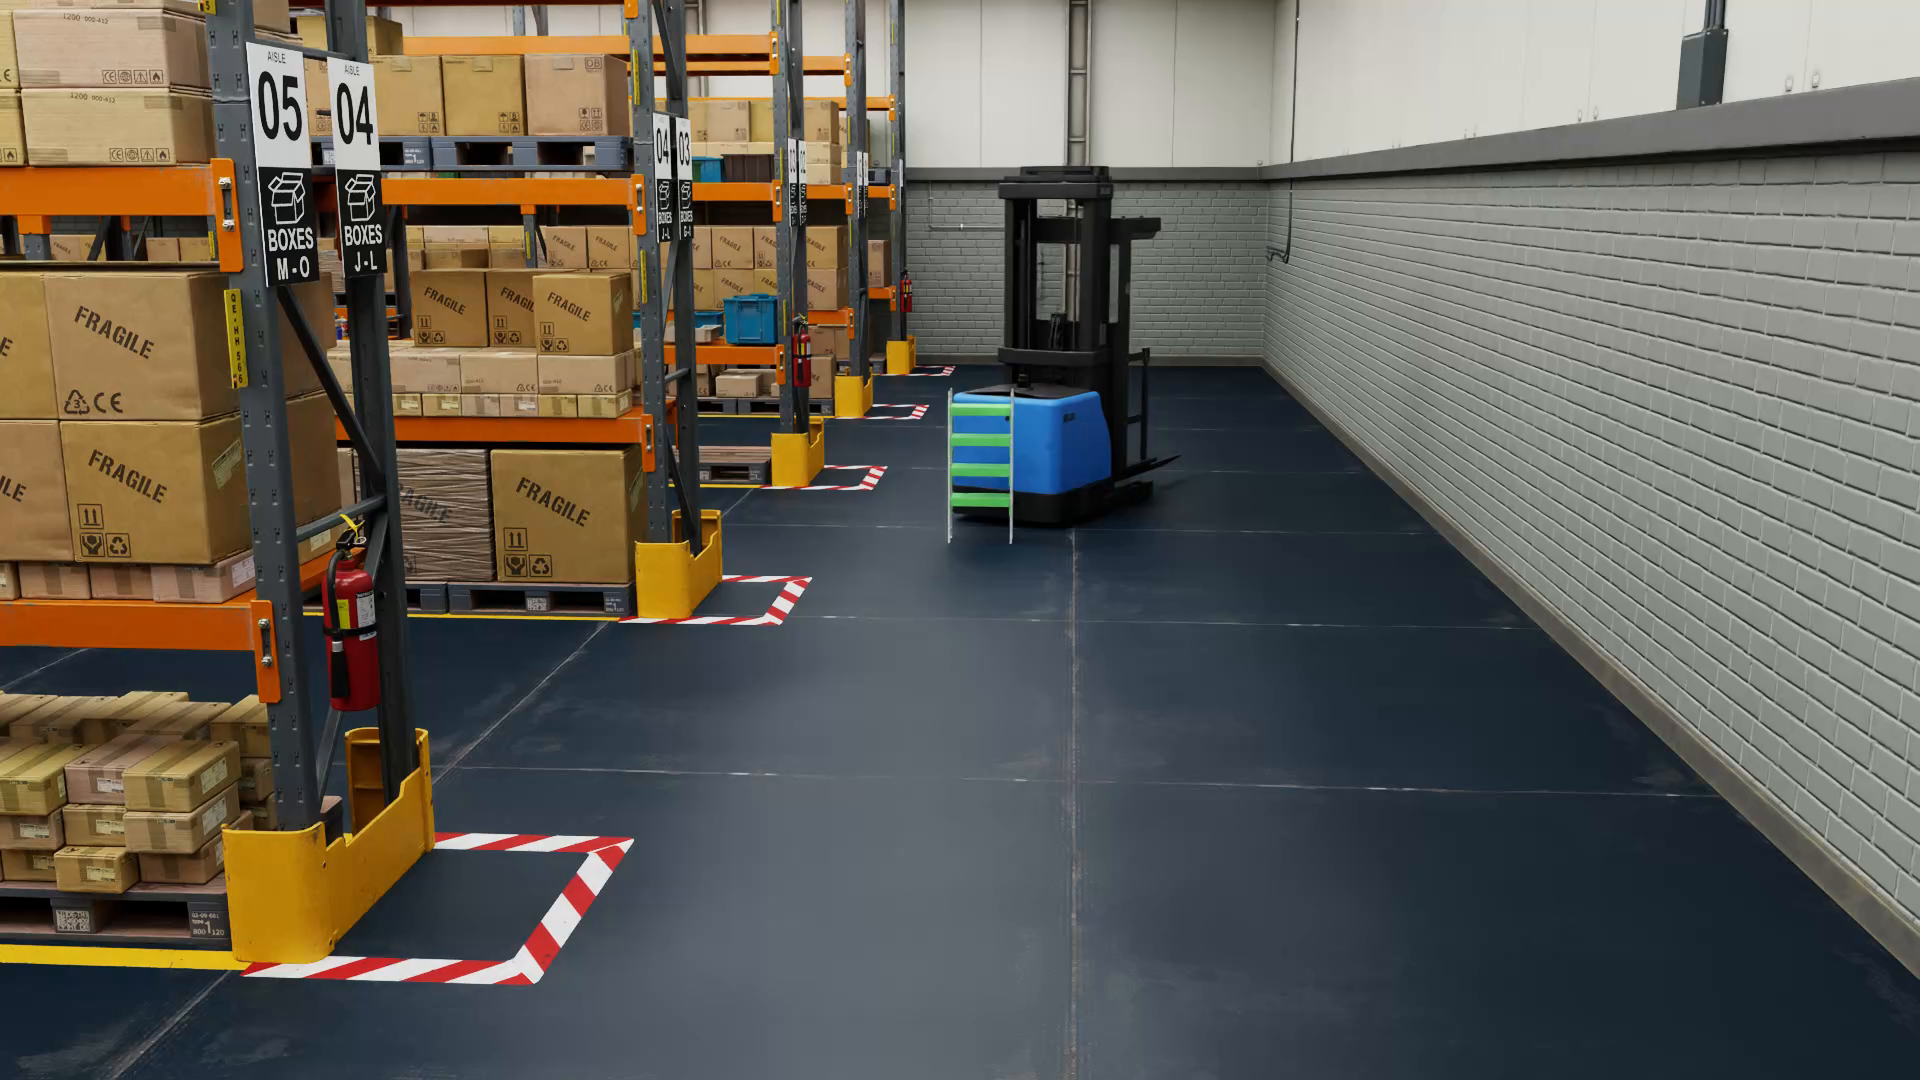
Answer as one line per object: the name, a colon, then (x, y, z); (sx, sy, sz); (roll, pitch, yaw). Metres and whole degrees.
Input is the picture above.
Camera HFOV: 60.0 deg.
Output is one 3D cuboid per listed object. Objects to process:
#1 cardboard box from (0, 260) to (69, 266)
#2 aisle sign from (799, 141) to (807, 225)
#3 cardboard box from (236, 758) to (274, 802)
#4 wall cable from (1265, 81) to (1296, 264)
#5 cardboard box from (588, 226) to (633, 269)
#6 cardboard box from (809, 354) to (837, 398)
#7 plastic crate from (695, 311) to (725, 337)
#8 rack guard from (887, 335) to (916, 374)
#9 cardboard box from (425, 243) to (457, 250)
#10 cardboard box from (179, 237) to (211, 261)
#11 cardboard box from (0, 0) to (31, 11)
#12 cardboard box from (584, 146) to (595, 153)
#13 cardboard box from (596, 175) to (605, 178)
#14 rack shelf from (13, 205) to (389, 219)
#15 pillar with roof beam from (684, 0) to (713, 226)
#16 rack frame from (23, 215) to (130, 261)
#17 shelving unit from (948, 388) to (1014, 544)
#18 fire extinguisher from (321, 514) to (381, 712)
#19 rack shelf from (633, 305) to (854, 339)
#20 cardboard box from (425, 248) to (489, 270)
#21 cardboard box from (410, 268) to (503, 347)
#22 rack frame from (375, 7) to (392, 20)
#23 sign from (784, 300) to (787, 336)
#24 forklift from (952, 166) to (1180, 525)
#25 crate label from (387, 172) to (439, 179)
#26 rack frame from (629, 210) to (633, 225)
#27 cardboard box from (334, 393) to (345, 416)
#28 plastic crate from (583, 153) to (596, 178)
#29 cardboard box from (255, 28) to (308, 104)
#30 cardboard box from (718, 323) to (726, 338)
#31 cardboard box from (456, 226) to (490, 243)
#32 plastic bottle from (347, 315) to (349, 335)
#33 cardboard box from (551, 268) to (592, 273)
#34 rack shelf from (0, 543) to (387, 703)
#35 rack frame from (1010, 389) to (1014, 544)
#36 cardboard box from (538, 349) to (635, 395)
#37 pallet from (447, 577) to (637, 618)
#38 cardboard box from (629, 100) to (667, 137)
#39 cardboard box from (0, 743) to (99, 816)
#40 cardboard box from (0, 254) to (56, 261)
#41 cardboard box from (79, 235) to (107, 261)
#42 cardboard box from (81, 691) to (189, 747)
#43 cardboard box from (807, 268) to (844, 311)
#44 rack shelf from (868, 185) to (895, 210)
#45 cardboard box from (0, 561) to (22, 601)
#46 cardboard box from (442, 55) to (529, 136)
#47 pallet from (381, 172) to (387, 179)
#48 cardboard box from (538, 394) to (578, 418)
cardboard box: (-3.811, -0.825, 6.473); (0.500, 0.500, 0.500); (1, 12, 2)
aisle sign: (-1.504, -3.419, 15.938); (0.004, 0.787, 0.394); (1, 12, 4)
cardboard box: (-2.865, 0.921, 6.748); (0.250, 0.149, 0.380); (1, 12, 6)
wall cable: (4.685, -5.377, 24.579); (0.112, 2.526, 3.097); (1, 12, 4)
cardboard box: (-4.286, -3.621, 20.567); (0.500, 0.500, 0.500); (0, 12, 2)
cardboard box: (-1.820, -2.048, 20.762); (0.500, 0.500, 0.500); (1, 12, 4)
plastic crate: (-2.477, -2.114, 16.311); (0.300, 0.233, 0.416); (1, 12, 4)
rack guard: (-0.910, -2.887, 25.849); (0.348, 0.500, 1.175); (1, 12, 4)
cardboard box: (-7.927, -4.357, 25.750); (0.500, 0.500, 0.500); (1, 12, 6)
cardboard box: (-11.845, -4.516, 26.214); (0.500, 0.500, 0.700); (2, 12, 10)
cardboard box: (-3.206, -1.869, 5.723); (0.250, 0.149, 0.380); (0, 12, 2)
cardboard box: (-4.285, -4.729, 20.370); (0.500, 0.250, 0.500); (1, 12, 4)
cardboard box: (-4.285, -4.484, 20.416); (0.500, 0.250, 0.500); (1, 12, 4)
rack shelf: (-7.583, -3.285, 16.078); (4.000, 0.370, 1.077); (1, 12, 4)
pillar with roof beam: (-4.457, -6.390, 21.837); (0.400, 9.000, 9.100); (1, 12, 4)
rack frame: (-5.918, -1.130, 11.344); (0.127, 3.000, 1.000); (1, 12, 4)
shelving unit: (0.165, -0.585, 13.134); (0.503, 1.200, 0.258); (1, 12, 4)
fire extinguisher: (-2.139, 0.255, 5.823); (0.183, 0.674, 0.296); (1, 12, 4)
rack shelf: (-3.257, -2.774, 20.961); (4.000, 0.370, 1.077); (1, 12, 4)
cardboard box: (-6.400, -3.457, 21.197); (0.500, 0.500, 0.700); (3, 12, 13)
cardboard box: (-3.404, -1.589, 11.346); (0.500, 0.500, 0.500); (0, 12, 2)
rack frame: (-5.587, -5.078, 15.567); (0.127, 3.000, 1.000); (1, 12, 4)
sign: (-1.617, -2.054, 15.364); (0.005, 0.325, 0.100); (1, 12, 4)
forklift: (1.093, -1.813, 14.777); (1.130, 2.935, 3.031); (7, 14, 29)
crate label: (-5.118, -3.415, 15.586); (0.466, 0.136, 0.293); (1, 12, 4)
rack frame: (-4.925, -4.166, 25.856); (0.127, 3.000, 1.000); (1, 12, 4)
cardboard box: (-4.090, -0.914, 10.925); (0.250, 0.149, 0.380); (0, 12, 2)
plastic crate: (-3.787, -3.591, 16.071); (0.530, 0.282, 0.437); (1, 12, 4)
cardboard box: (-2.790, -1.762, 6.185); (0.500, 0.250, 0.500); (1, 12, 5)
cardboard box: (-3.685, -3.109, 25.884); (0.500, 0.500, 0.700); (1, 12, 3)
cardboard box: (-7.445, -4.720, 25.654); (0.500, 0.250, 0.500); (1, 12, 4)
plastic bottle: (-6.058, -2.179, 16.642); (0.133, 0.283, 0.061); (1, 12, 4)
cardboard box: (-4.762, -3.140, 20.708); (0.500, 0.500, 0.500); (1, 12, 5)
rack shelf: (-4.355, 0.261, 6.449); (4.000, 0.370, 1.077); (1, 12, 4)
rack frame: (0.409, -0.582, 13.118); (0.015, 1.200, 0.240); (1, 12, 4)
cardboard box: (-2.428, -1.100, 10.839); (0.500, 0.250, 0.500); (1, 12, 3)
pallet: (-2.730, 0.295, 11.343); (1.213, 0.211, 1.003); (1, 12, 4)
cardboard box: (-3.776, -5.120, 20.406); (0.500, 0.500, 0.700); (1, 12, 4)
cardboard box: (-3.418, 0.887, 6.185); (0.250, 0.149, 0.380); (1, 12, 2)
cardboard box: (-6.556, -1.677, 11.264); (0.637, 0.503, 0.797); (0, 12, 2)
cardboard box: (-13.400, -4.522, 26.045); (0.500, 0.500, 0.500); (1, 12, 4)
cardboard box: (-3.385, 0.750, 6.841); (0.250, 0.149, 0.380); (1, 12, 4)
cardboard box: (-1.726, -3.098, 20.510); (0.500, 0.500, 0.500); (1, 12, 5)
rack shelf: (-2.930, -5.254, 25.492); (4.000, 0.370, 1.077); (1, 12, 4)
cardboard box: (-3.457, 0.103, 6.064); (0.250, 0.149, 0.380); (1, 12, 5)
cardboard box: (-3.003, -2.875, 10.848); (0.500, 0.500, 0.700); (0, 12, 2)
pallet: (-6.933, -4.567, 20.906); (1.003, 0.211, 1.213); (1, 12, 4)
cardboard box: (-2.564, -0.893, 10.825); (0.250, 0.149, 0.380); (1, 12, 4)
